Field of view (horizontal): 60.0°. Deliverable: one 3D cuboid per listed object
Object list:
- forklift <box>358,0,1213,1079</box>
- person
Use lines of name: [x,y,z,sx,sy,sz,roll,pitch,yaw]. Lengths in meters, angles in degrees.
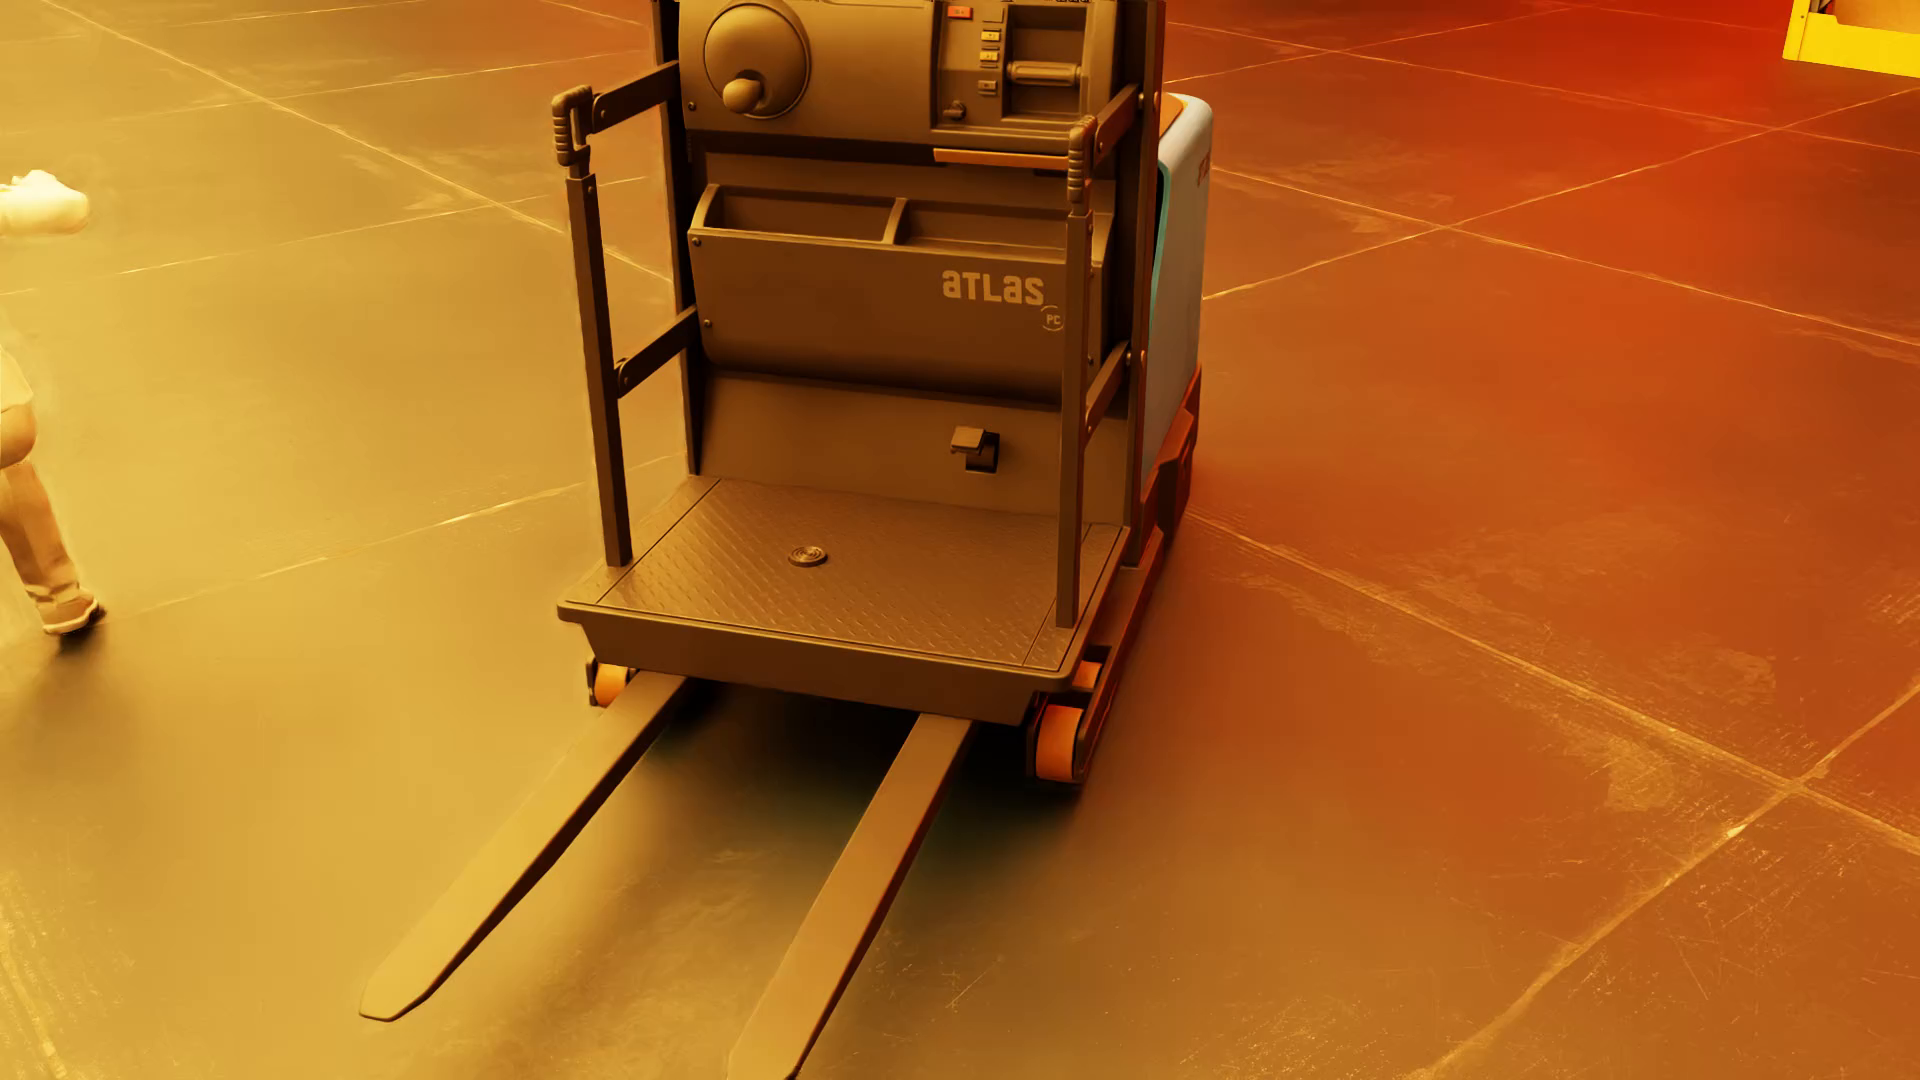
forklift: [-0.189,-0.997,3.213,1.130,2.935,3.031,7,27,14]
person: [-2.253,-0.372,3.681,0.723,1.394,0.788,-14,30,-26]
